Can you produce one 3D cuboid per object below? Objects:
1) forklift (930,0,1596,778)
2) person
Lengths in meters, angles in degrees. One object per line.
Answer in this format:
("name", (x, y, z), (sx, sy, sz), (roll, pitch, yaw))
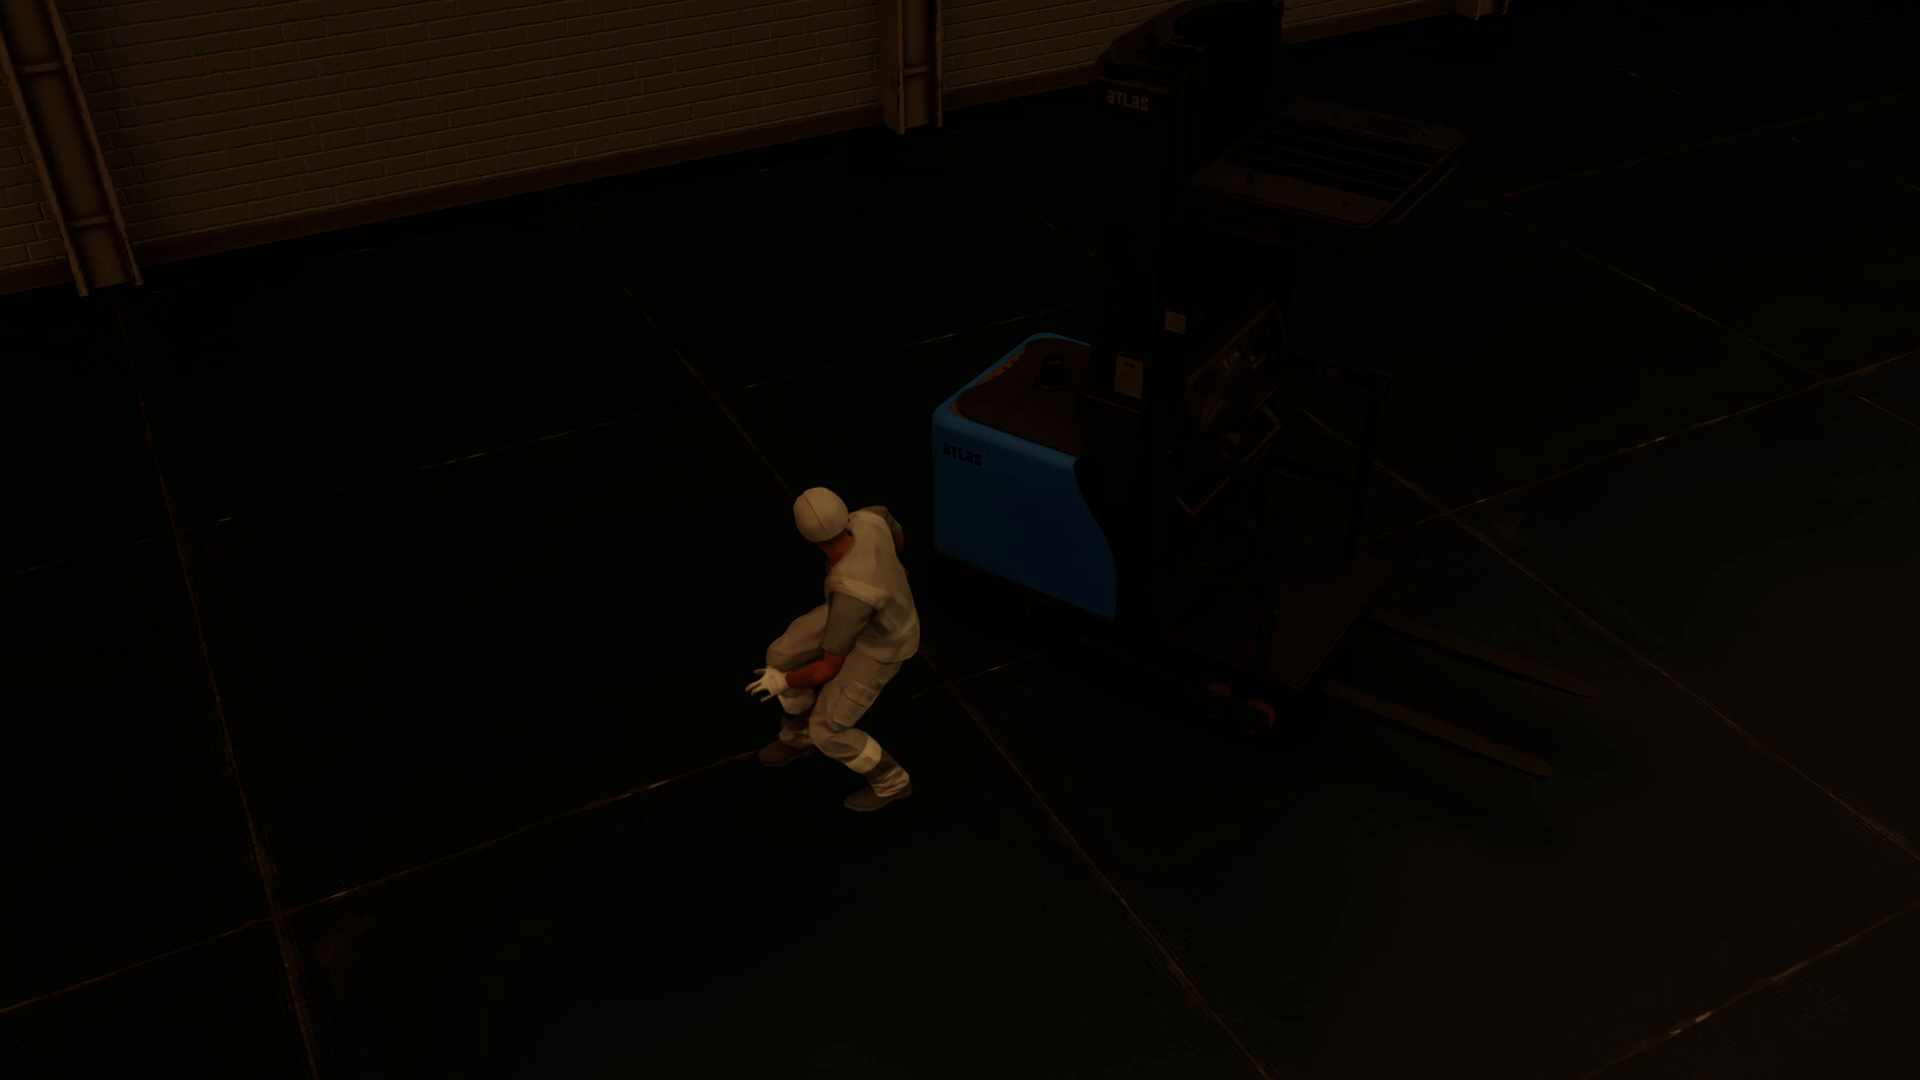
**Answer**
("forklift", (1.364, -0.675, 7.078), (3.031, 2.935, 1.130), (21, 40, 27))
("person", (-0.520, 0.376, 6.807), (0.771, 1.561, 0.781), (-7, 36, -10))
